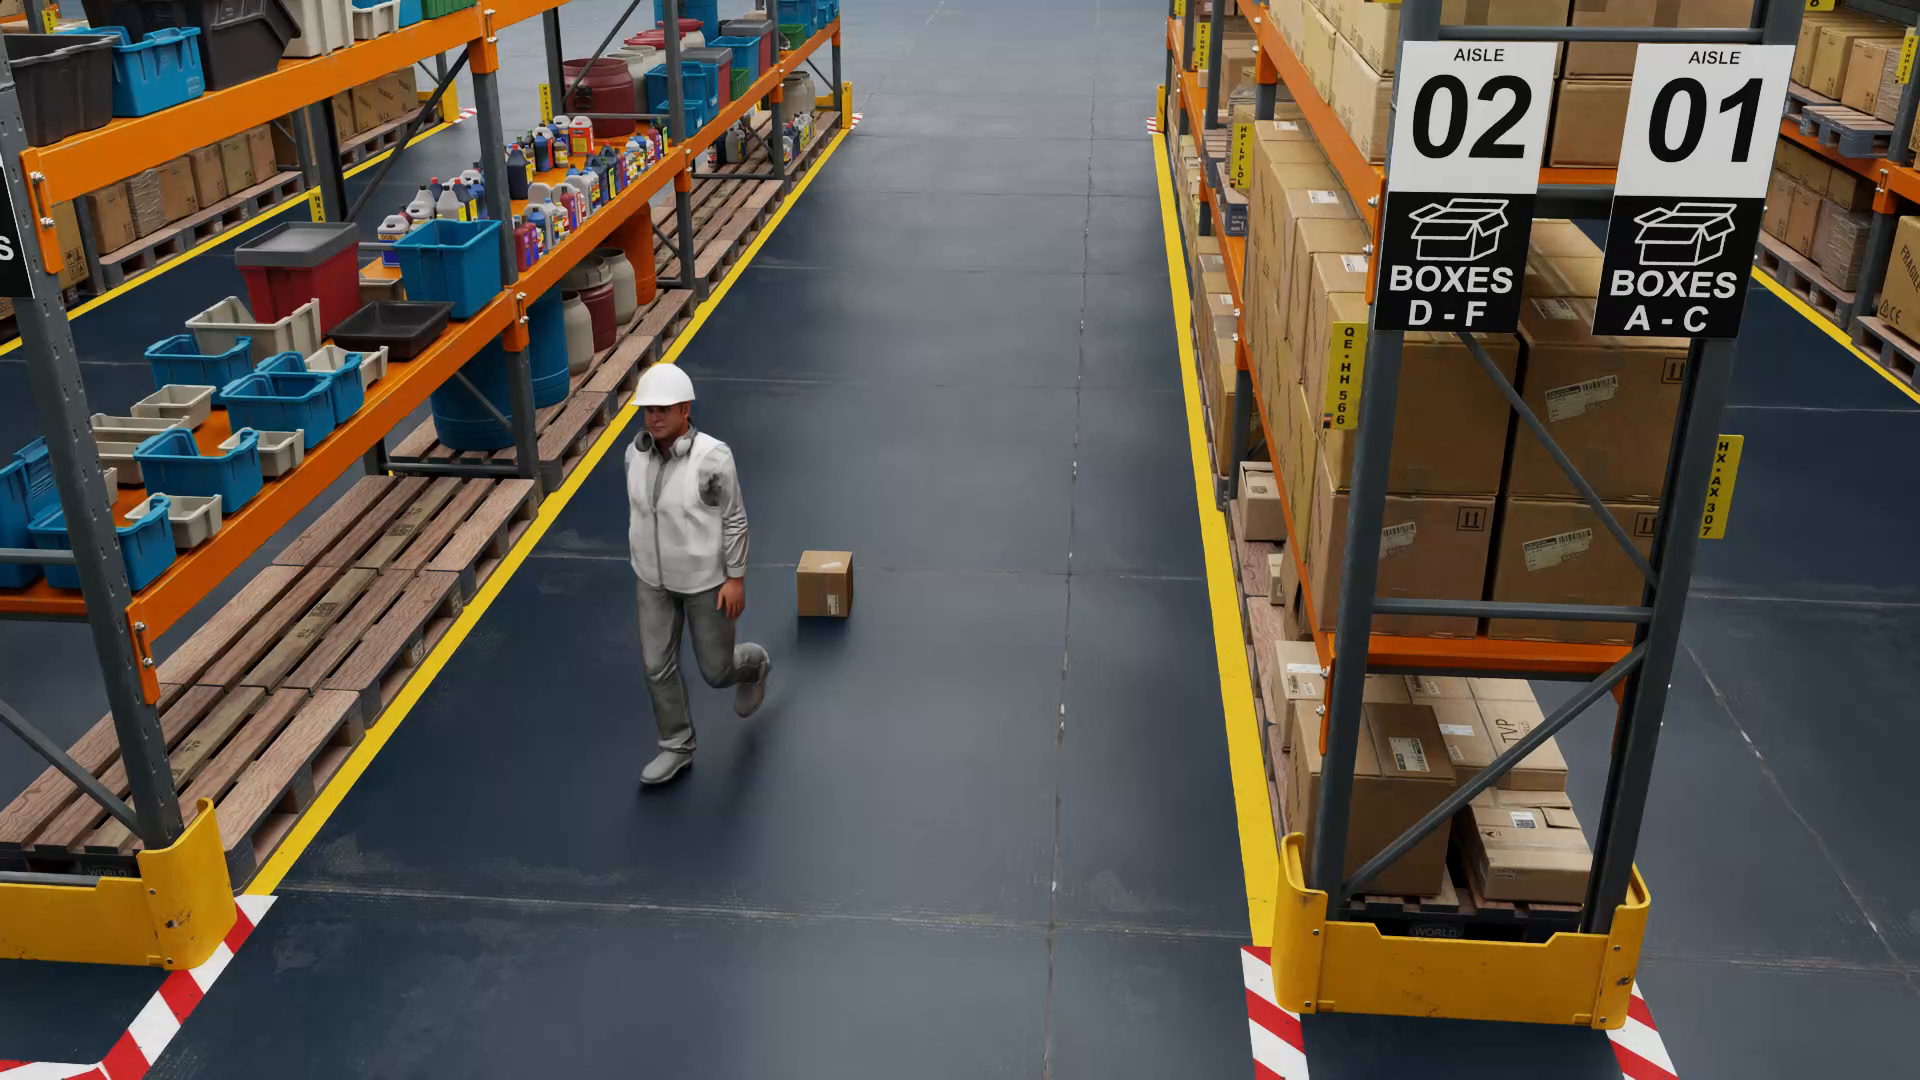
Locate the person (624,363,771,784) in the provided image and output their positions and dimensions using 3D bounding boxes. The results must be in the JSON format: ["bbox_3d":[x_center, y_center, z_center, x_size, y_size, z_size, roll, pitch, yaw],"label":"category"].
[{"bbox_3d":[-1.081,0.102,6.819,0.549,1.753,0.785,10,26,20],"label":"person"}]
